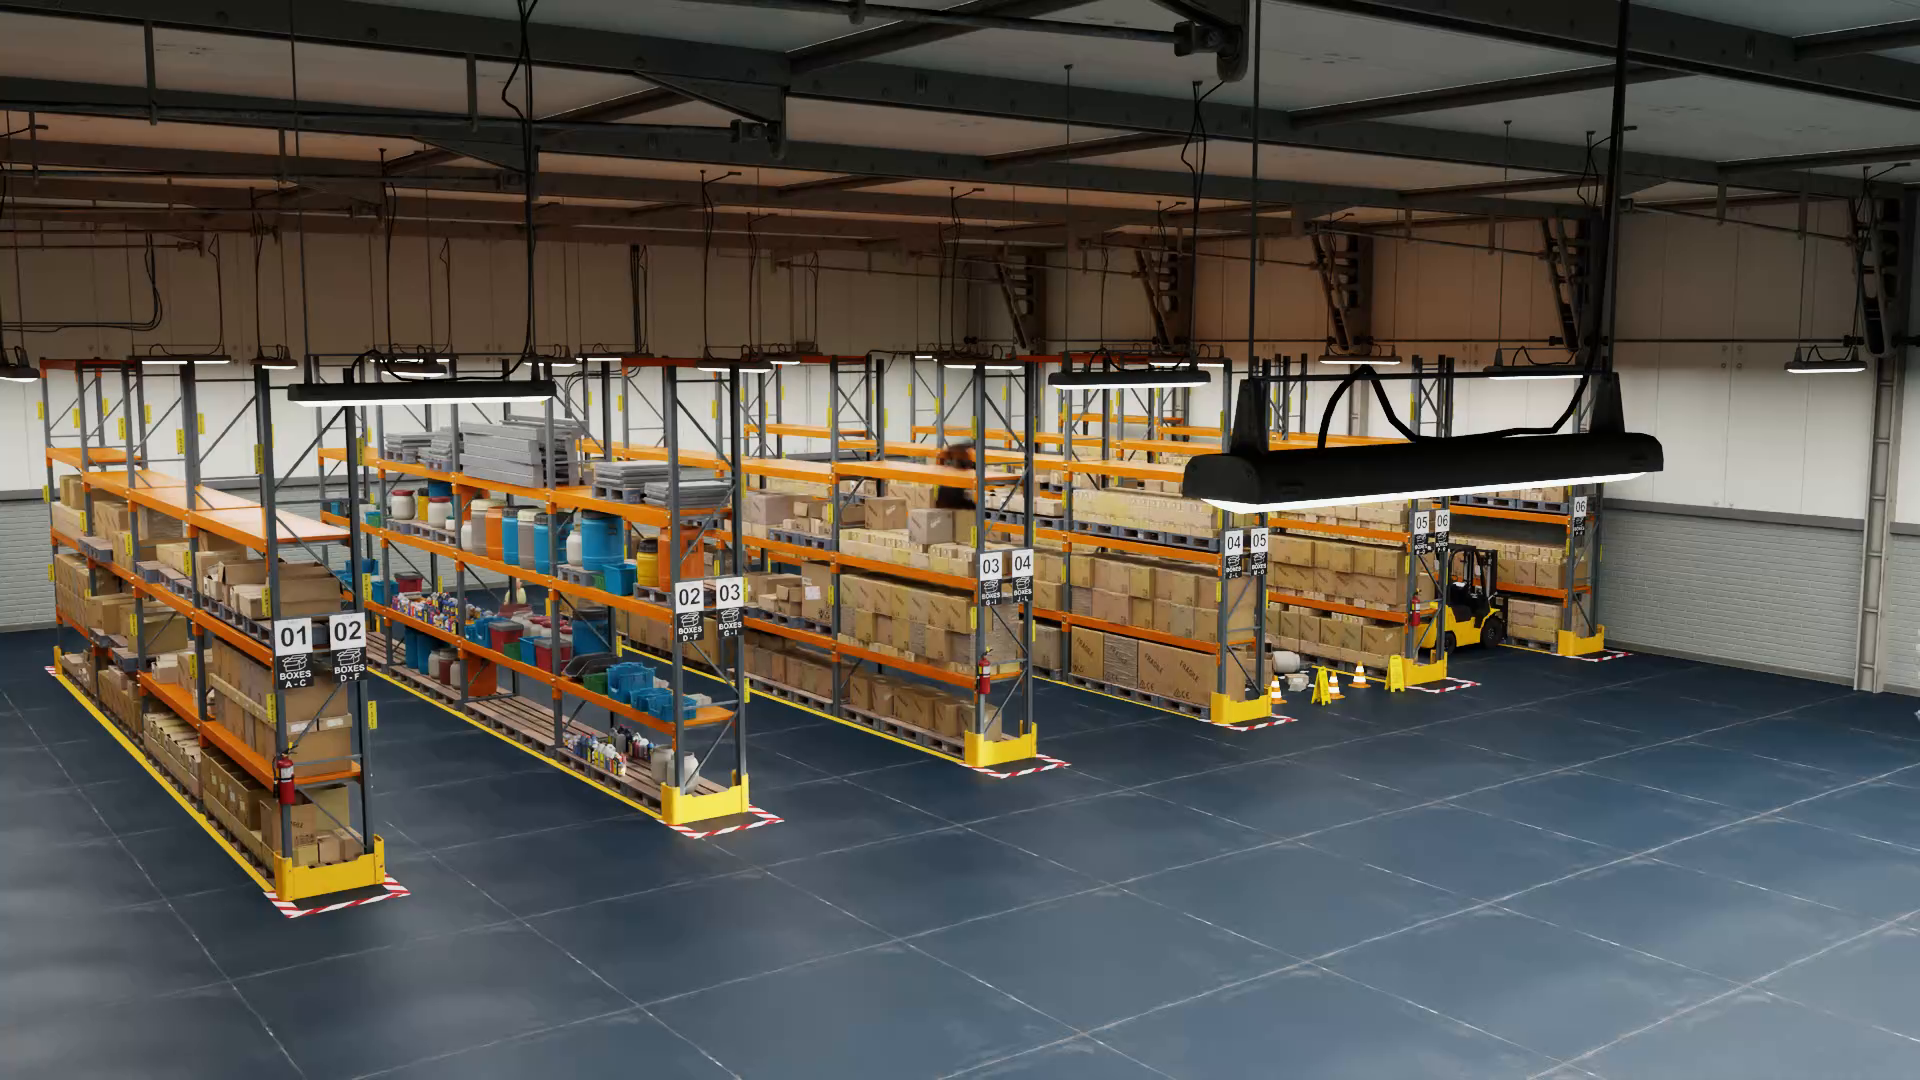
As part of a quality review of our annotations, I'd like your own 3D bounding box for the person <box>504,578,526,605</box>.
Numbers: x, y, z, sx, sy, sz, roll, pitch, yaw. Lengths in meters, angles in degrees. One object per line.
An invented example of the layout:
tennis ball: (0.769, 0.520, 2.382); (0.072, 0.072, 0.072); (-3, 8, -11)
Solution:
person: (-8.739, 1.540, 32.847); (0.572, 1.678, 0.965); (-6, 9, -42)
